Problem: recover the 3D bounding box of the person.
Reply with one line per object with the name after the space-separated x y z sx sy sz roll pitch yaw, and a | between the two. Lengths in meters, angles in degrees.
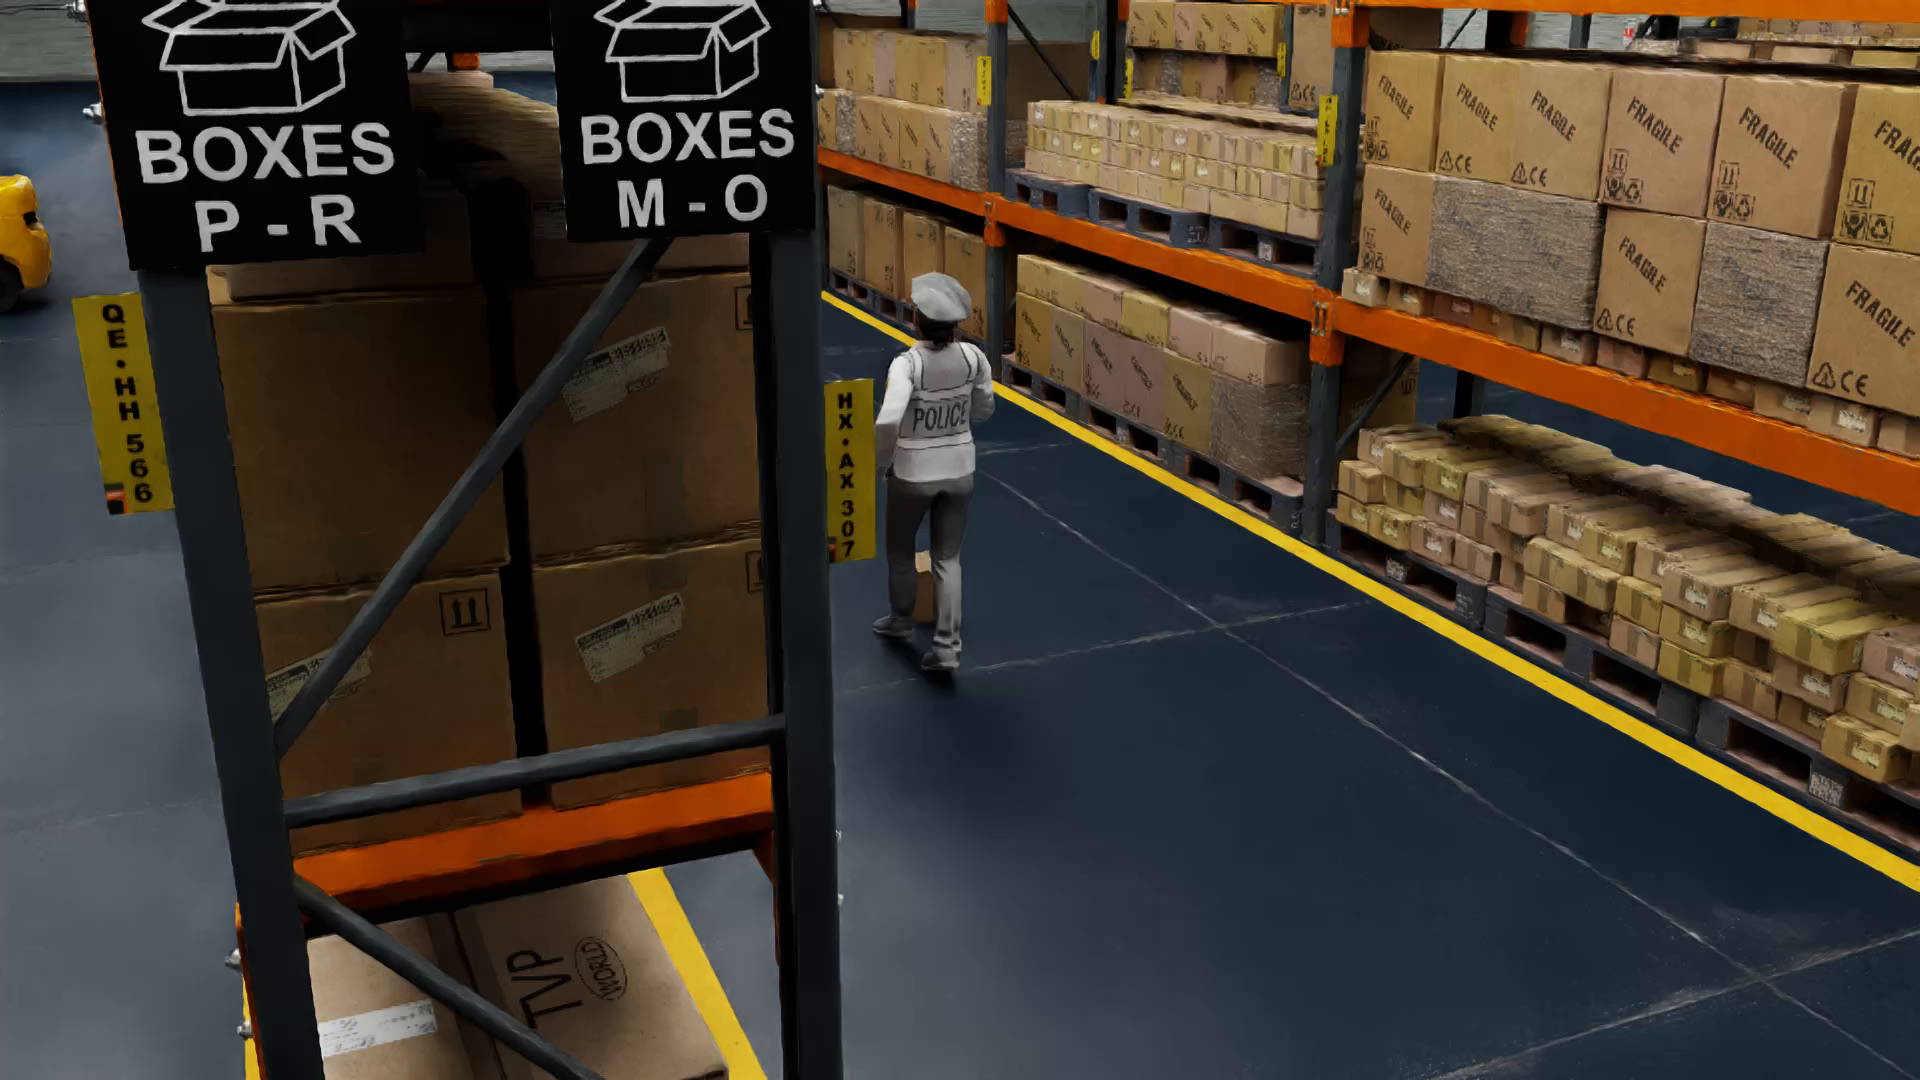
-0.153 -0.292 6.877 0.574 1.686 0.800 -5 20 -15 | person
